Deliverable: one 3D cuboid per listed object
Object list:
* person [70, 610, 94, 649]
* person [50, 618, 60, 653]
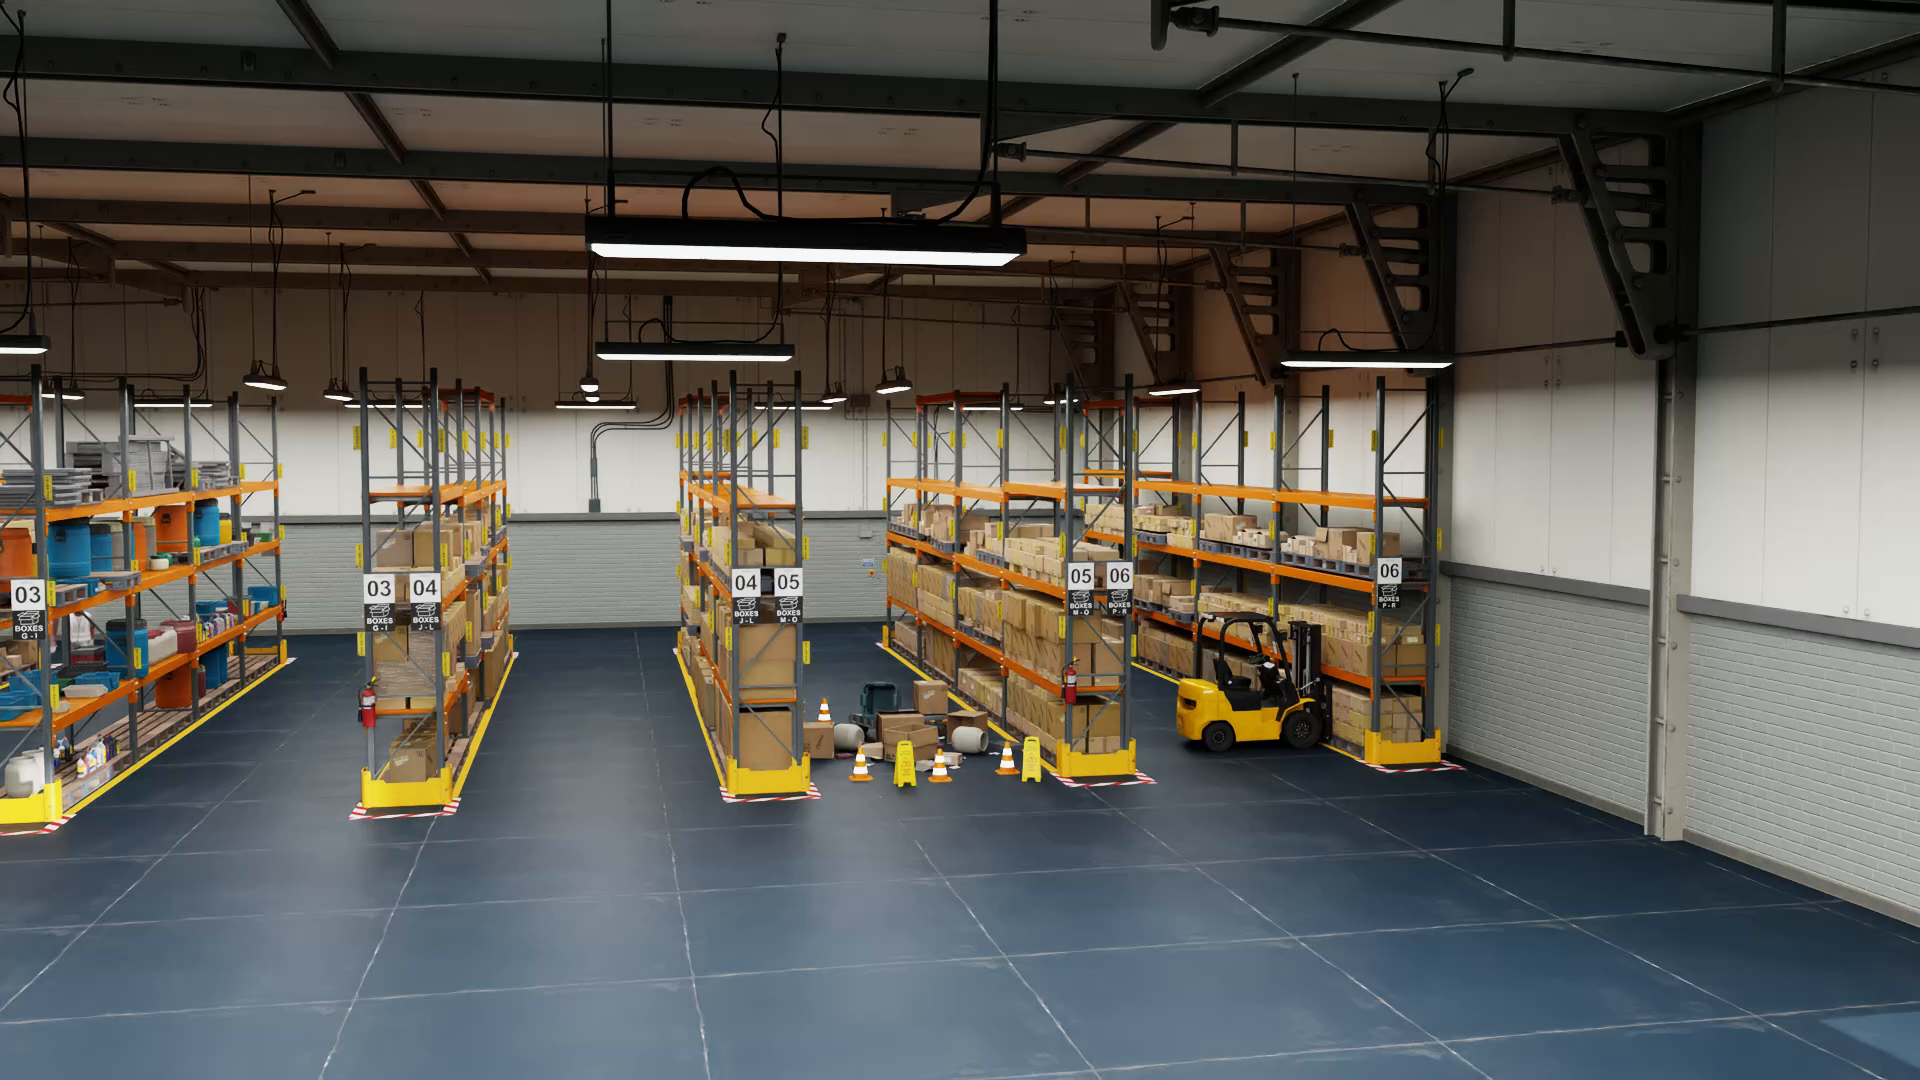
[{"bbox_3d":[-18.215,2.086,34.333,0.522,1.728,1.094,-1,4,-14],"label":"person"},{"bbox_3d":[-21.664,1.818,39.716,0.498,1.659,0.932,-3,5,-45],"label":"person"}]
